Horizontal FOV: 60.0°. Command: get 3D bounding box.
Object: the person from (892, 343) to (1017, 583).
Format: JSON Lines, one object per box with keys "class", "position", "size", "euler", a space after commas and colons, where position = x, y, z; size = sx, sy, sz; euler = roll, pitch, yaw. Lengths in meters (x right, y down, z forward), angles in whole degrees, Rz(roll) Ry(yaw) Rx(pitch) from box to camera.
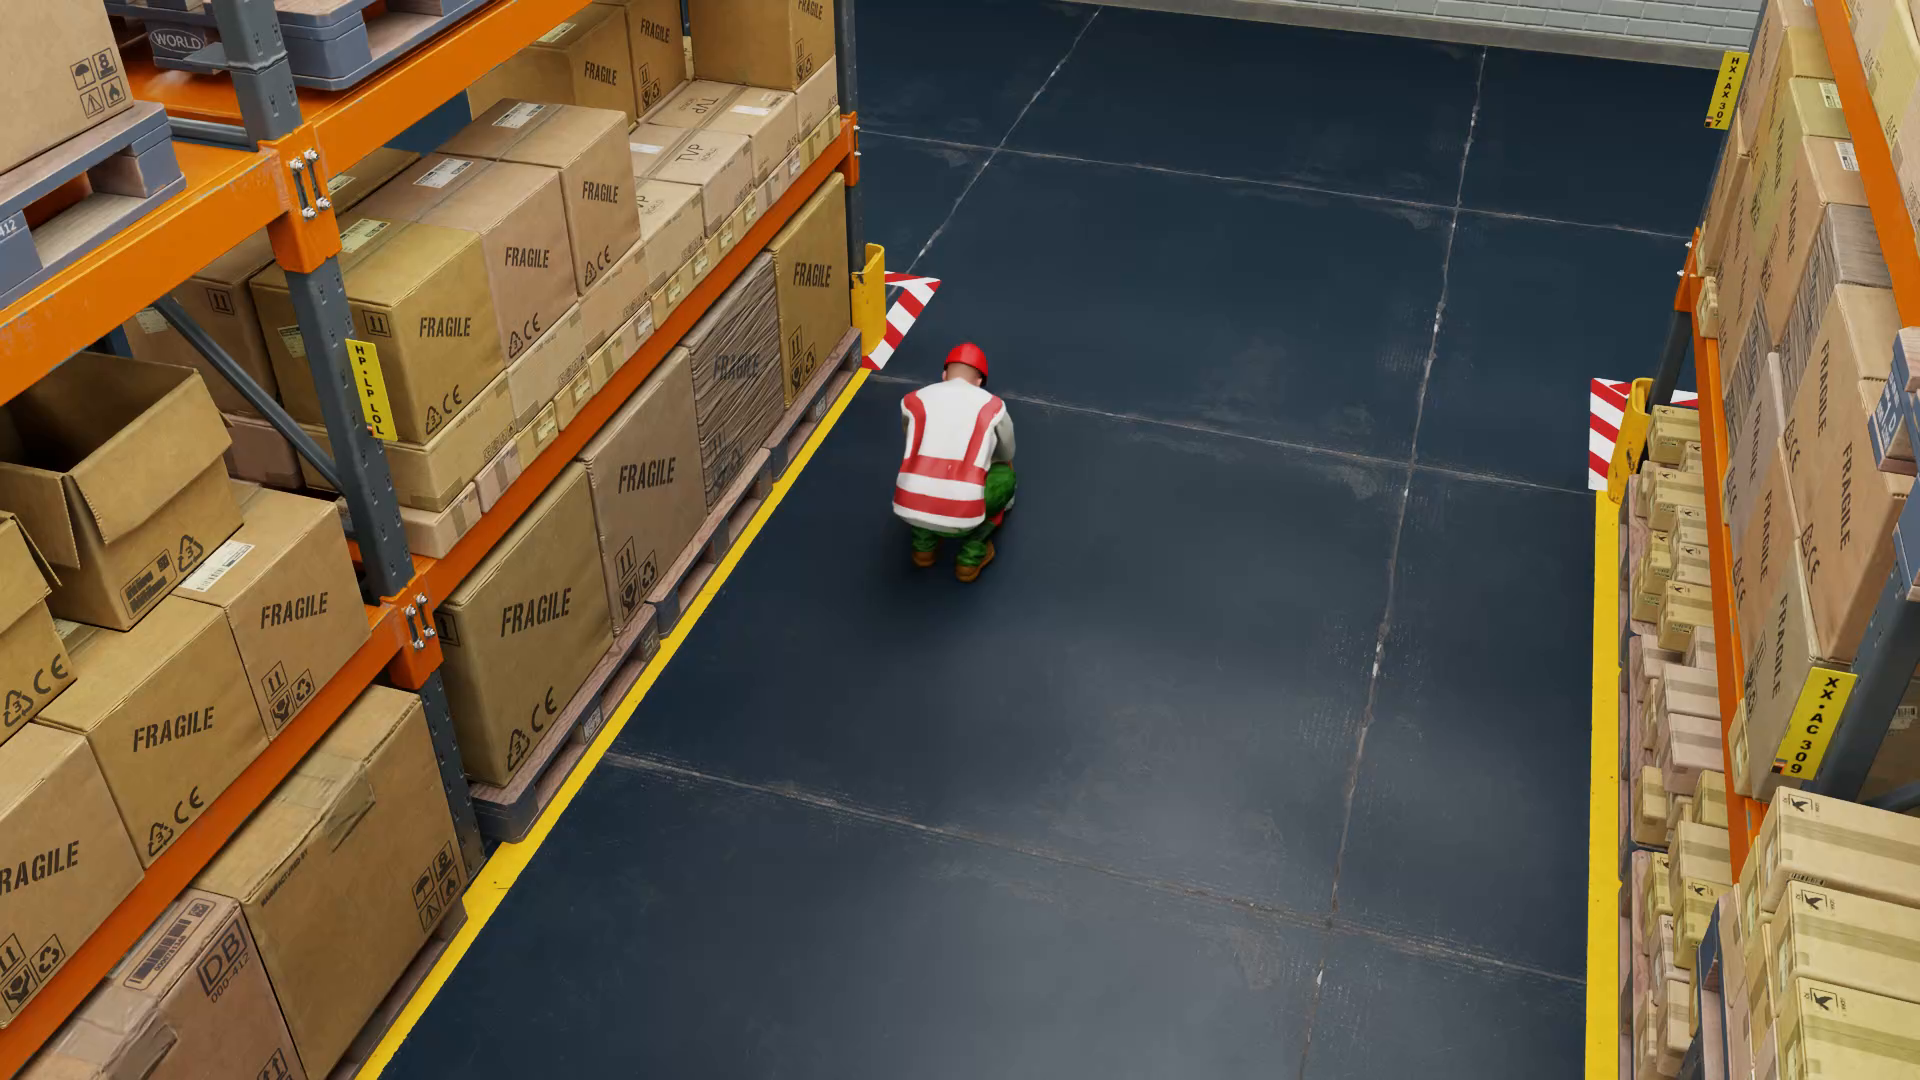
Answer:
{"class": "person", "position": [-4.808, 2.229, 3.989], "size": [7.151, 0.880, 11.857], "euler": [11, 38, 14]}
